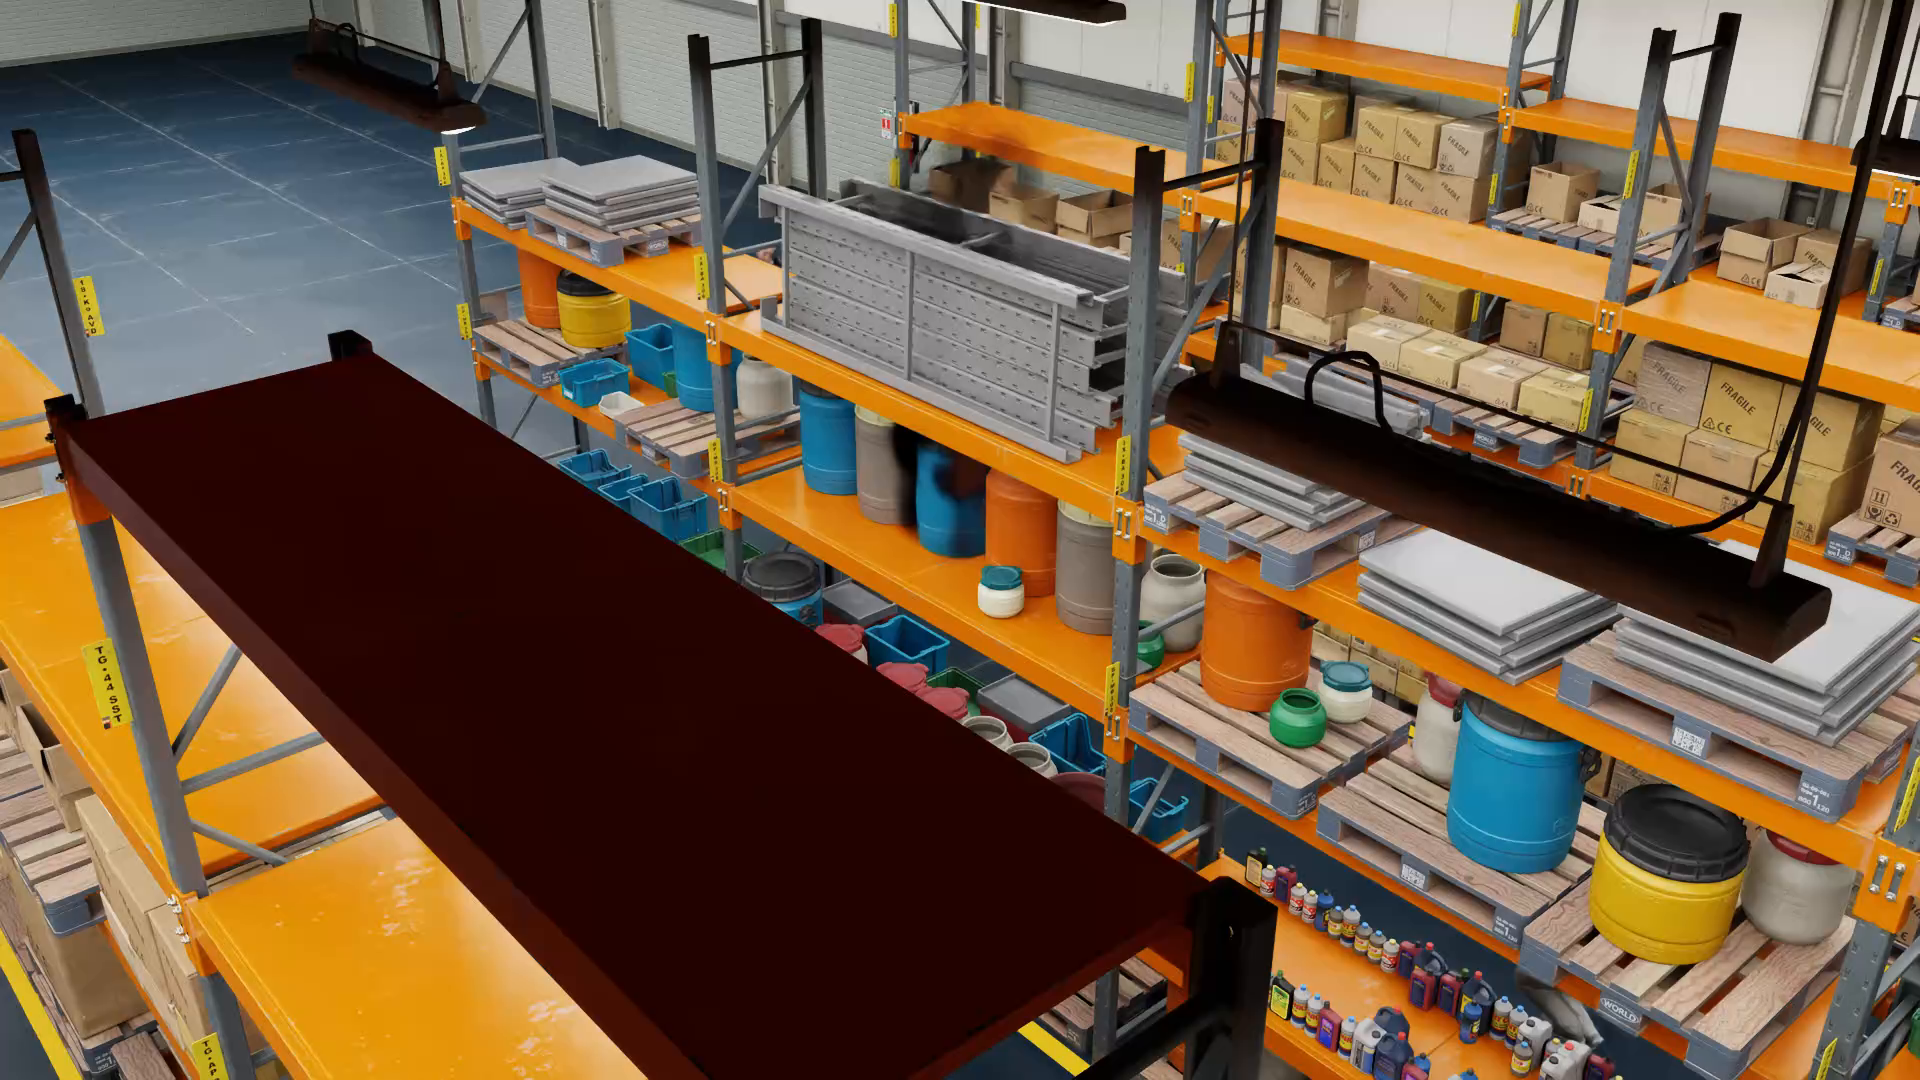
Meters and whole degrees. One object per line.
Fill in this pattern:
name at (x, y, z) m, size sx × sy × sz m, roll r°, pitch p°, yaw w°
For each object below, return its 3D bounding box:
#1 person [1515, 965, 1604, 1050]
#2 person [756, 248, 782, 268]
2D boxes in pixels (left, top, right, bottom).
person at (3.802, 2.602, 10.512) m, size 0.645 × 1.725 × 0.608 m, roll -16°, pitch 31°, yaw -28°
person at (-2.445, -3.063, 21.692) m, size 0.792 × 1.682 × 0.687 m, roll -9°, pitch 28°, yaw -18°
